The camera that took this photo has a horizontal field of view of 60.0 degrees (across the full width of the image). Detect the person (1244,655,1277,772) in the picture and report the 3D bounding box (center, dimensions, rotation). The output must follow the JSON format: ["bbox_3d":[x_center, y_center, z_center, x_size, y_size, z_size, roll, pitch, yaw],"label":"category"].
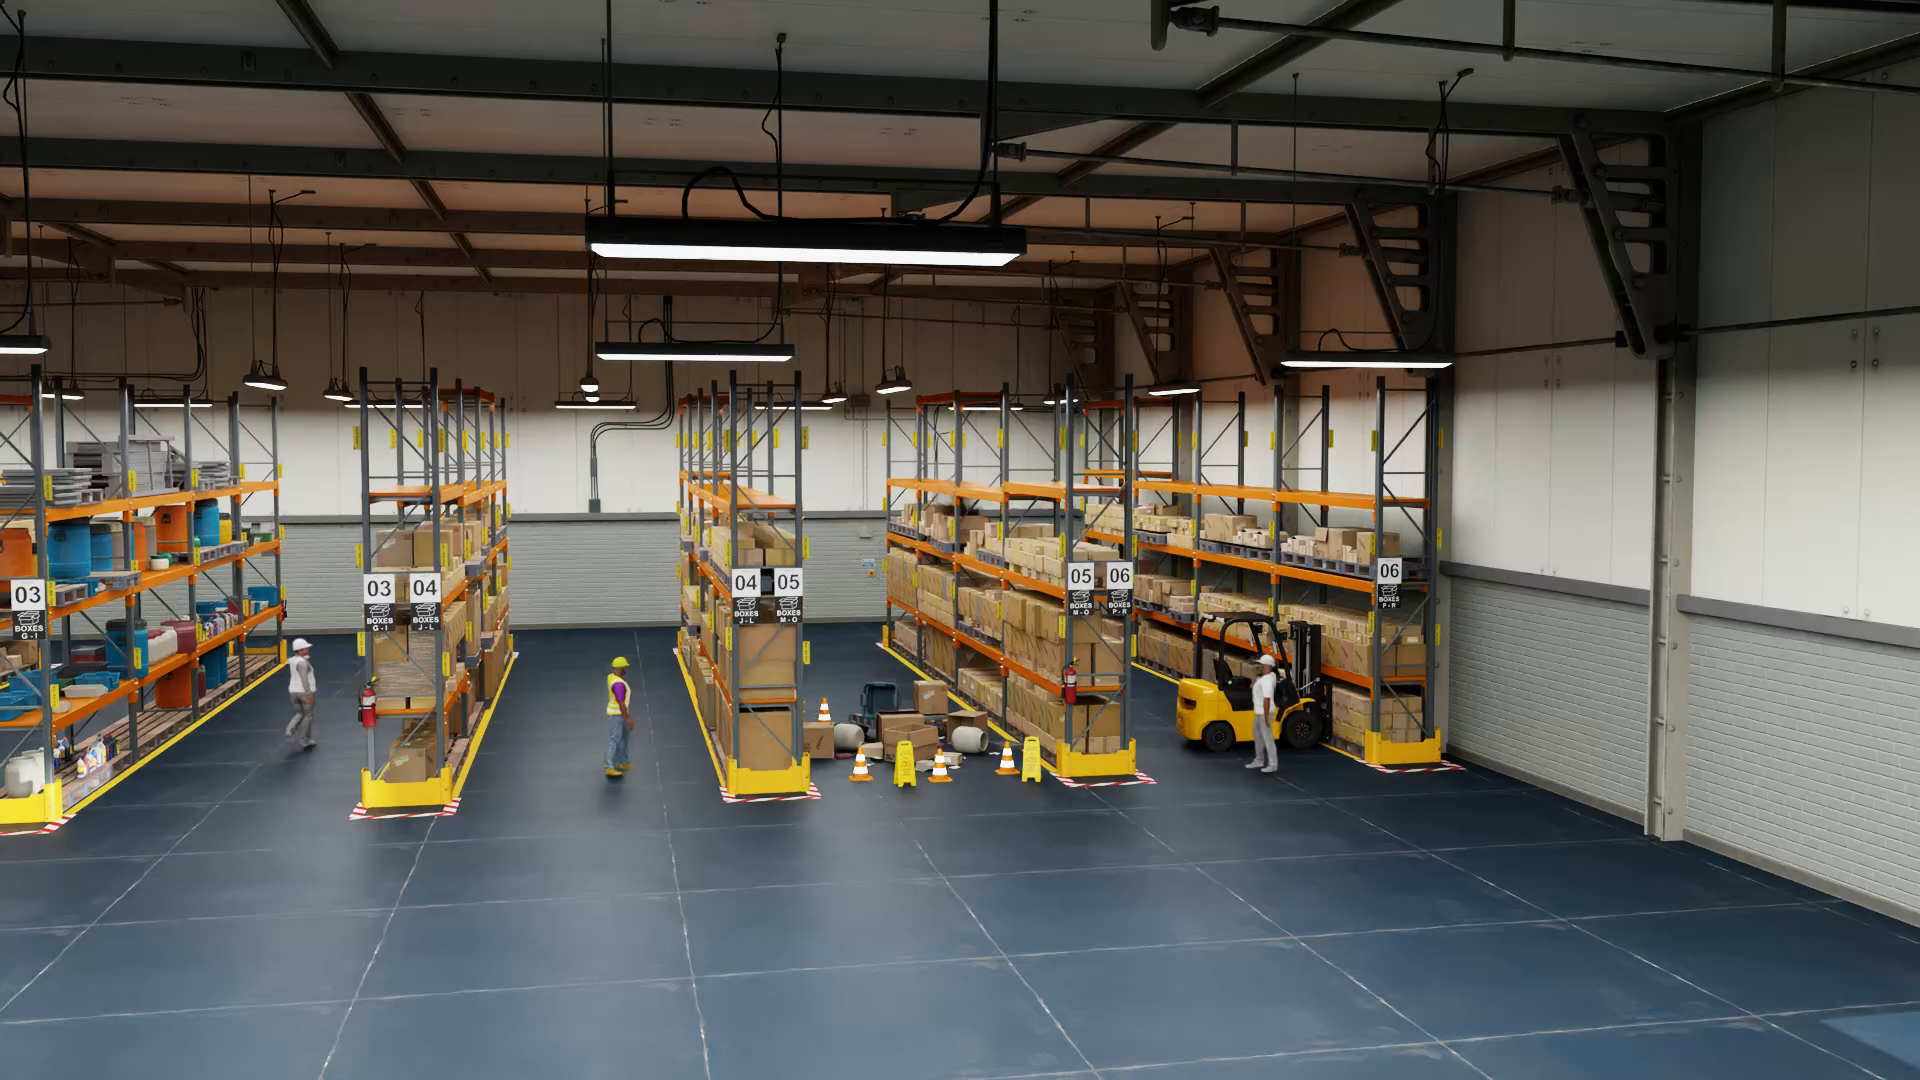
[{"bbox_3d":[4.573,2.610,25.192,0.430,1.782,0.763,0,3,-2],"label":"person"}]

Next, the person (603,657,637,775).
[{"bbox_3d":[-5.119,2.648,25.006,0.483,1.804,0.690,0,3,-7],"label":"person"}]

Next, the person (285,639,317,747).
[{"bbox_3d":[-10.766,2.489,27.112,0.525,1.766,0.524,1,4,23],"label":"person"}]
